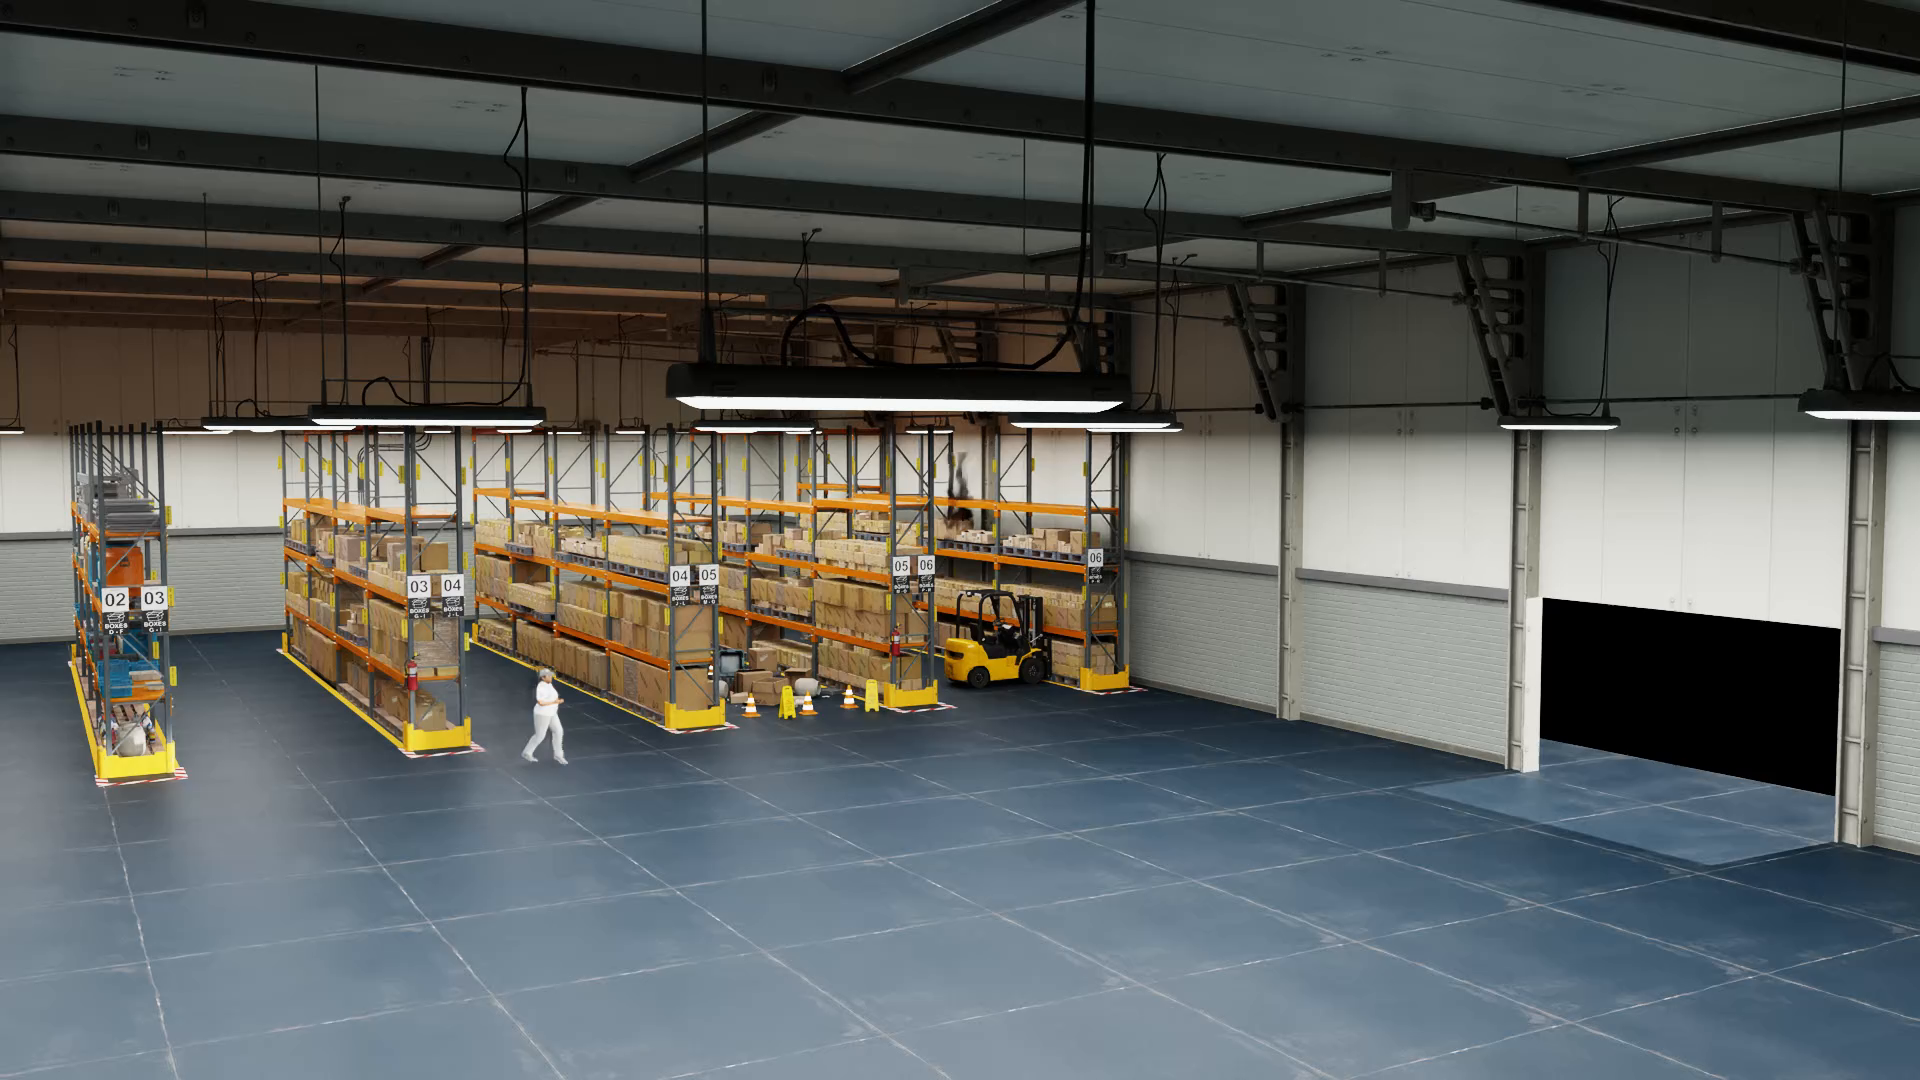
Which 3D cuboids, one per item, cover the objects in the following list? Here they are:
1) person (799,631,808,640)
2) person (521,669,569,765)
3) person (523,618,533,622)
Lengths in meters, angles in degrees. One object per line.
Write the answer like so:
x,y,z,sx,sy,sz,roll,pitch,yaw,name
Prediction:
-4.579,2.027,47.022,0.693,1.594,0.552,3,5,40,person
-7.273,3.101,29.046,0.800,1.725,0.591,1,4,9,person
-12.570,1.936,48.285,0.504,1.609,0.640,1,4,17,person
